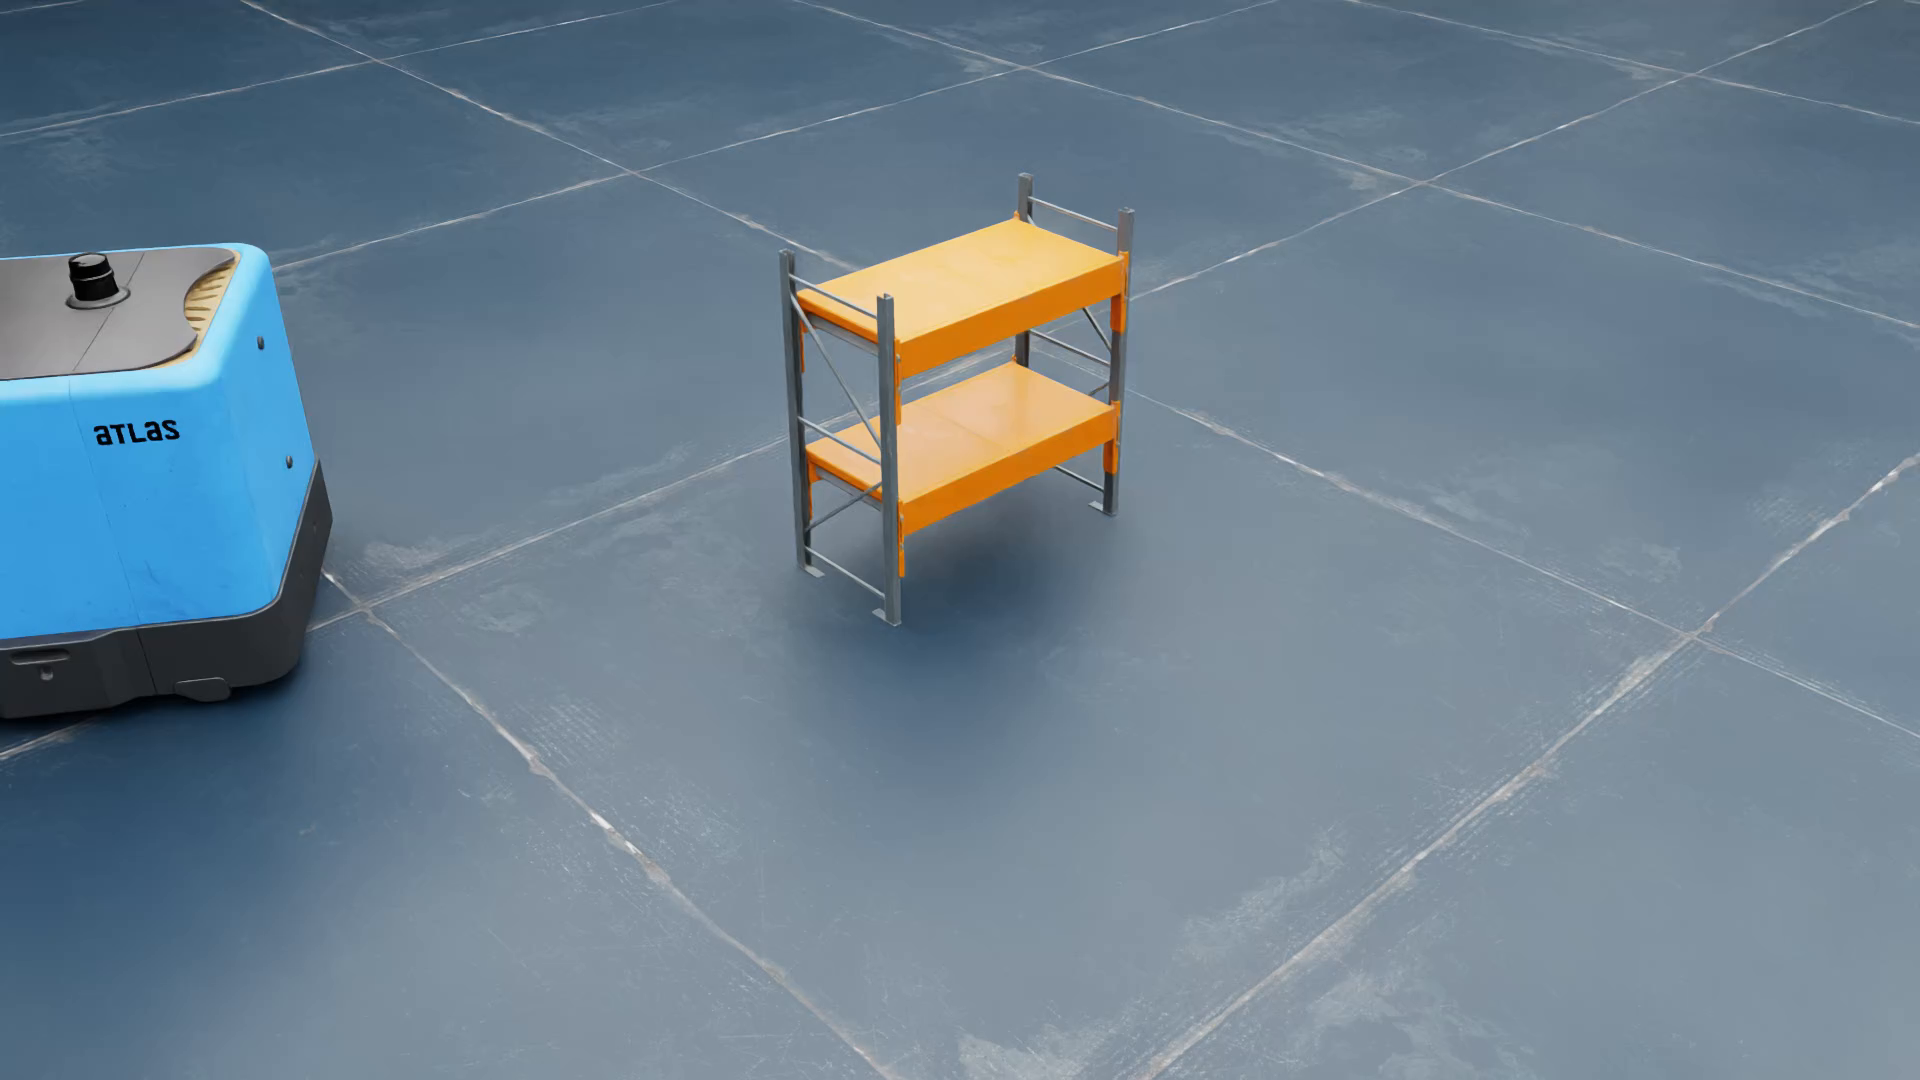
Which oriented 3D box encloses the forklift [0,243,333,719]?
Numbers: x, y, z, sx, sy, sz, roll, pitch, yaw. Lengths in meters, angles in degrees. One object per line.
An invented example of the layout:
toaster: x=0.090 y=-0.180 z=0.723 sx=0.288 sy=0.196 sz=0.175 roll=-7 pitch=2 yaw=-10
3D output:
forklift: x=-3.564 y=-0.889 z=4.394 sx=3.031 sy=2.935 sz=1.130 roll=-6 pitch=32 yaw=-9

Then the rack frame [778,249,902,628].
rack frame: x=-0.368 y=-0.302 z=5.166 sx=0.032 sy=1.125 sz=0.500 roll=-26 pitch=40 yaw=-35

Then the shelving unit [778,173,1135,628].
shelving unit: x=0.005 y=-0.482 z=5.460 sx=1.048 sy=1.125 sz=0.538 roll=-26 pitch=40 yaw=-35

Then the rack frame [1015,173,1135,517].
rack frame: x=0.378 y=-0.663 z=5.755 sx=0.032 sy=1.125 sz=0.500 roll=-26 pitch=40 yaw=-35

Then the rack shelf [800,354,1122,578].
rack shelf: x=0.005 y=-0.274 z=5.588 sx=1.000 sy=0.278 sz=0.538 roll=-26 pitch=40 yaw=-35

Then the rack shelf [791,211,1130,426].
rack shelf: x=0.005 y=-0.732 z=5.308 sx=1.000 sy=0.278 sz=0.538 roll=-26 pitch=40 yaw=-35
